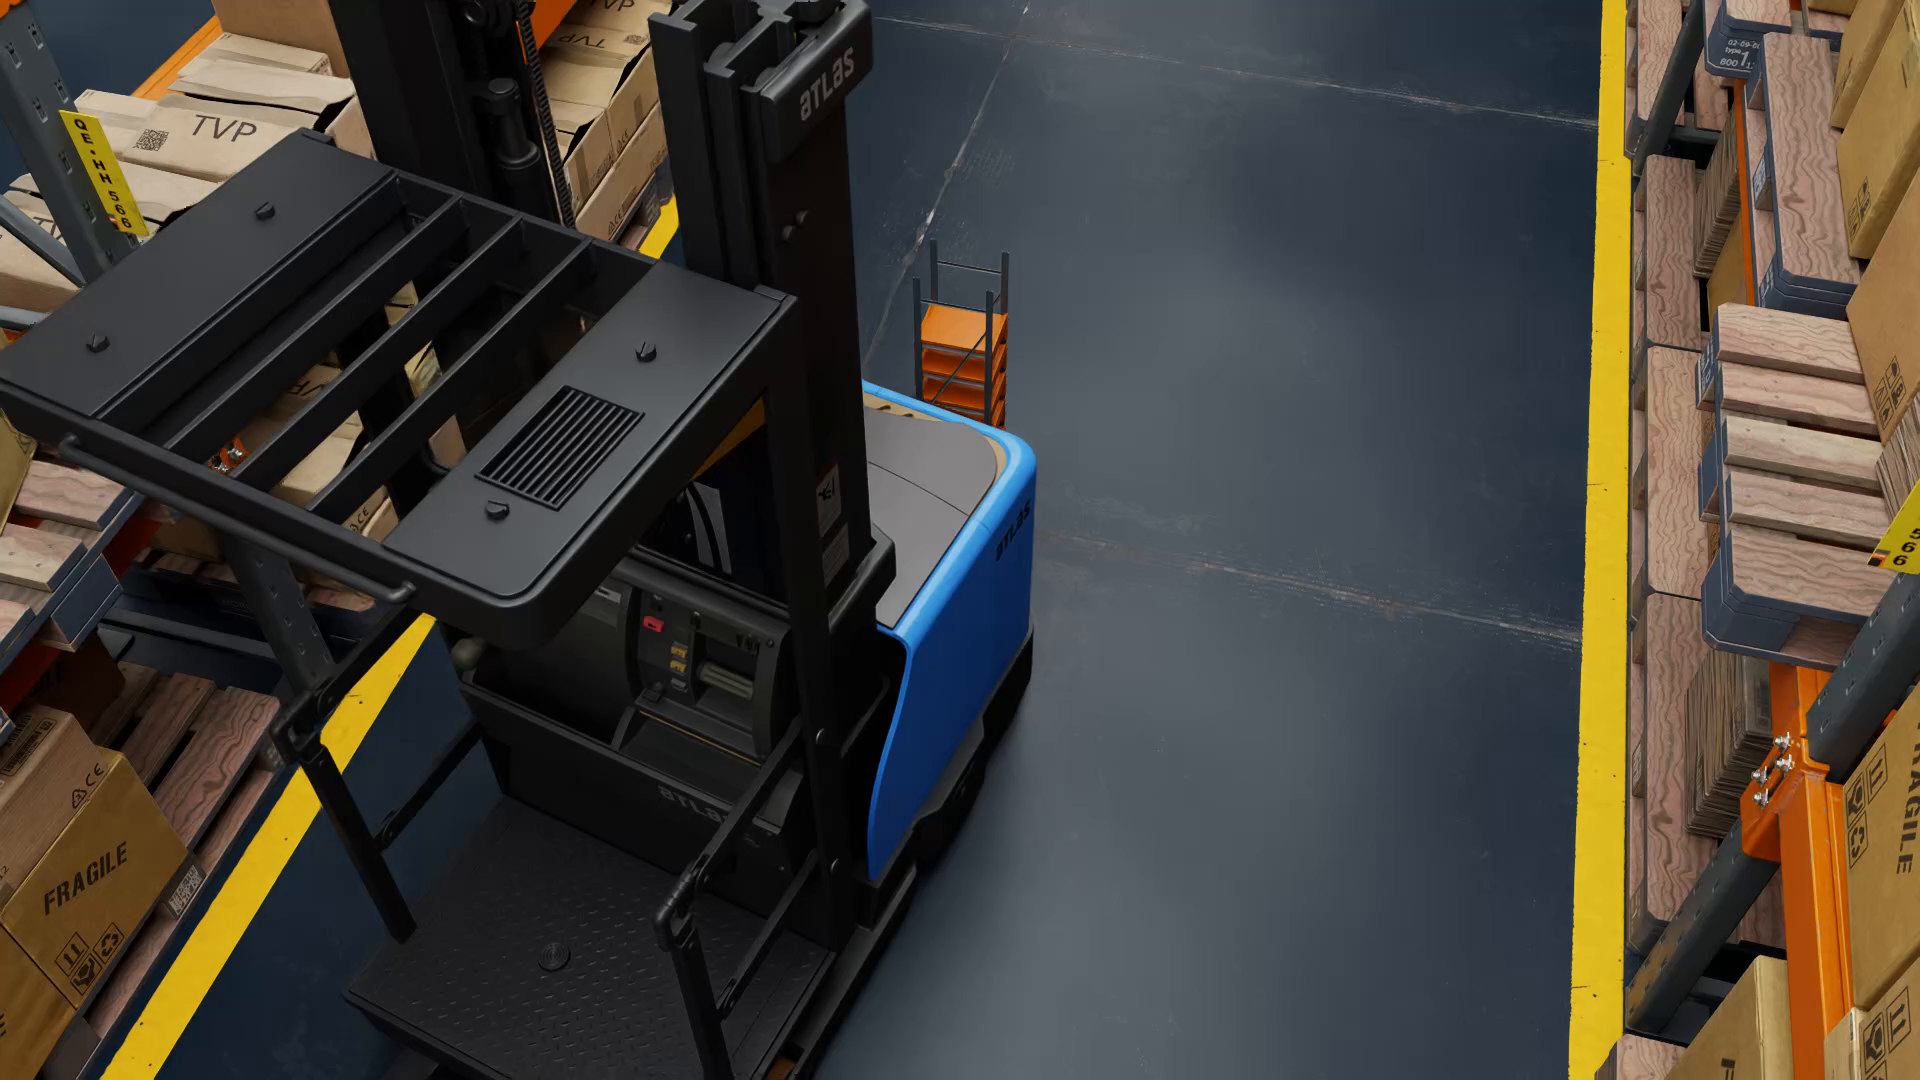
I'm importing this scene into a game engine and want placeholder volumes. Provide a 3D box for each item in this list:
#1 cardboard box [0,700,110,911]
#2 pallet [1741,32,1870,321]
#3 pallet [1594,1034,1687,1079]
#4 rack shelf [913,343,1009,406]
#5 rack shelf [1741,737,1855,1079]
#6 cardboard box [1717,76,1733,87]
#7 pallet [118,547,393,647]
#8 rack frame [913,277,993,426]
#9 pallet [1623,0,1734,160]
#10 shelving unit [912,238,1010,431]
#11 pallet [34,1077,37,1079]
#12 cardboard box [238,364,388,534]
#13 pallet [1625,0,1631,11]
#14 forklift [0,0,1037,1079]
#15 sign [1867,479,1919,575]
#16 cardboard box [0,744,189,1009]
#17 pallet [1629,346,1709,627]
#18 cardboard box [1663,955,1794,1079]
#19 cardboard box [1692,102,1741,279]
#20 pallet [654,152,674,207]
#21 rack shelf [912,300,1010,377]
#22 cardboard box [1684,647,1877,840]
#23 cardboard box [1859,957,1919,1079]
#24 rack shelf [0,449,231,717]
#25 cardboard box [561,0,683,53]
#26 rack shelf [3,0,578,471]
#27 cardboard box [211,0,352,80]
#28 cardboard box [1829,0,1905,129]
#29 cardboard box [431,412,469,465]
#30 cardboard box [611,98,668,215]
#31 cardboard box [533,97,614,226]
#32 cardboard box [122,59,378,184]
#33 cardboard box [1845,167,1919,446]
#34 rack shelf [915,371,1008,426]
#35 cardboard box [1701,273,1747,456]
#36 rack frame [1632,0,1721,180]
[{"bbox_3d":[-2.489,0.629,4.068,0.500,0.250,0.500,13,50,11],"label":"cardboard box"},{"bbox_3d":[2.803,-0.970,4.733,1.003,0.211,1.213,12,50,10],"label":"pallet"},{"bbox_3d":[2.041,1.885,3.946,1.003,0.211,1.213,12,50,10],"label":"pallet"},{"bbox_3d":[0.004,-0.537,5.163,0.258,0.103,0.180,12,50,10],"label":"rack shelf"},{"bbox_3d":[1.795,2.091,2.384,1.077,0.370,4.000,12,50,10],"label":"rack shelf"},{"bbox_3d":[3.486,-2.088,7.188,0.380,0.166,0.250,6,49,5],"label":"cardboard box"},{"bbox_3d":[-2.204,-0.233,5.815,1.003,0.211,1.213,12,50,10],"label":"pallet"},{"bbox_3d":[-0.020,-0.341,5.251,0.240,1.200,0.006,12,50,10],"label":"rack frame"},{"bbox_3d":[3.517,-2.057,7.425,1.003,0.211,1.213,12,50,10],"label":"pallet"},{"bbox_3d":[0.004,-0.407,5.309,0.258,1.200,0.189,12,50,10],"label":"shelving unit"},{"bbox_3d":[-3.015,1.767,4.050,1.003,0.211,1.213,12,50,10],"label":"pallet"},{"bbox_3d":[-2.037,-0.304,5.197,0.500,0.311,0.500,13,50,11],"label":"cardboard box"},{"bbox_3d":[3.836,-2.942,8.206,1.003,0.211,1.213,12,50,10],"label":"pallet"},{"bbox_3d":[-0.893,0.292,3.537,1.130,2.935,3.031,21,52,18],"label":"forklift"},{"bbox_3d":[1.795,-0.051,3.075,0.100,0.325,0.005,12,50,10],"label":"sign"},{"bbox_3d":[-2.478,0.836,4.385,0.500,0.500,0.500,13,50,12],"label":"cardboard box"},{"bbox_3d":[2.852,-0.115,5.711,1.003,0.211,1.213,12,50,10],"label":"pallet"},{"bbox_3d":[2.001,1.485,3.593,0.750,0.750,0.750,11,49,10],"label":"cardboard box"},{"bbox_3d":[3.197,-1.270,6.244,0.700,0.500,0.500,13,50,11],"label":"cardboard box"},{"bbox_3d":[-1.562,-1.998,7.373,1.003,0.211,1.213,12,50,10],"label":"pallet"},{"bbox_3d":[0.004,-0.616,5.073,0.258,0.103,0.180,12,50,10],"label":"rack shelf"},{"bbox_3d":[2.461,0.557,4.632,0.700,0.500,0.500,12,50,11],"label":"cardboard box"},{"bbox_3d":[1.800,0.946,2.636,0.500,0.500,0.500,13,50,11],"label":"cardboard box"},{"bbox_3d":[-2.985,1.116,3.244,1.077,0.370,4.000,12,50,10],"label":"rack shelf"},{"bbox_3d":[-1.367,-2.149,6.826,0.500,0.311,0.500,13,50,11],"label":"cardboard box"},{"bbox_3d":[-1.932,-1.777,5.798,1.077,0.370,4.000,12,50,10],"label":"rack shelf"},{"bbox_3d":[-2.033,-1.818,5.288,0.500,0.500,0.500,9,49,8],"label":"cardboard box"},{"bbox_3d":[2.910,-1.419,4.642,0.700,0.500,0.500,18,51,15],"label":"cardboard box"},{"bbox_3d":[-1.906,-0.482,5.729,0.500,0.250,0.500,10,49,9],"label":"cardboard box"},{"bbox_3d":[-1.504,-1.598,6.714,0.500,0.250,0.500,13,50,11],"label":"cardboard box"},{"bbox_3d":[-1.636,-1.426,6.188,0.500,0.311,0.500,11,49,10],"label":"cardboard box"},{"bbox_3d":[-2.036,-1.148,4.822,0.500,0.311,0.500,11,49,10],"label":"cardboard box"},{"bbox_3d":[2.556,-0.524,3.852,0.700,0.500,0.500,7,49,6],"label":"cardboard box"},{"bbox_3d":[0.004,-0.458,5.253,0.258,0.103,0.180,12,50,10],"label":"rack shelf"},{"bbox_3d":[2.936,-0.525,5.586,0.700,0.500,0.500,12,50,10],"label":"cardboard box"},{"bbox_3d":[3.374,-2.487,5.944,1.000,3.000,0.127,12,50,10],"label":"rack frame"}]
